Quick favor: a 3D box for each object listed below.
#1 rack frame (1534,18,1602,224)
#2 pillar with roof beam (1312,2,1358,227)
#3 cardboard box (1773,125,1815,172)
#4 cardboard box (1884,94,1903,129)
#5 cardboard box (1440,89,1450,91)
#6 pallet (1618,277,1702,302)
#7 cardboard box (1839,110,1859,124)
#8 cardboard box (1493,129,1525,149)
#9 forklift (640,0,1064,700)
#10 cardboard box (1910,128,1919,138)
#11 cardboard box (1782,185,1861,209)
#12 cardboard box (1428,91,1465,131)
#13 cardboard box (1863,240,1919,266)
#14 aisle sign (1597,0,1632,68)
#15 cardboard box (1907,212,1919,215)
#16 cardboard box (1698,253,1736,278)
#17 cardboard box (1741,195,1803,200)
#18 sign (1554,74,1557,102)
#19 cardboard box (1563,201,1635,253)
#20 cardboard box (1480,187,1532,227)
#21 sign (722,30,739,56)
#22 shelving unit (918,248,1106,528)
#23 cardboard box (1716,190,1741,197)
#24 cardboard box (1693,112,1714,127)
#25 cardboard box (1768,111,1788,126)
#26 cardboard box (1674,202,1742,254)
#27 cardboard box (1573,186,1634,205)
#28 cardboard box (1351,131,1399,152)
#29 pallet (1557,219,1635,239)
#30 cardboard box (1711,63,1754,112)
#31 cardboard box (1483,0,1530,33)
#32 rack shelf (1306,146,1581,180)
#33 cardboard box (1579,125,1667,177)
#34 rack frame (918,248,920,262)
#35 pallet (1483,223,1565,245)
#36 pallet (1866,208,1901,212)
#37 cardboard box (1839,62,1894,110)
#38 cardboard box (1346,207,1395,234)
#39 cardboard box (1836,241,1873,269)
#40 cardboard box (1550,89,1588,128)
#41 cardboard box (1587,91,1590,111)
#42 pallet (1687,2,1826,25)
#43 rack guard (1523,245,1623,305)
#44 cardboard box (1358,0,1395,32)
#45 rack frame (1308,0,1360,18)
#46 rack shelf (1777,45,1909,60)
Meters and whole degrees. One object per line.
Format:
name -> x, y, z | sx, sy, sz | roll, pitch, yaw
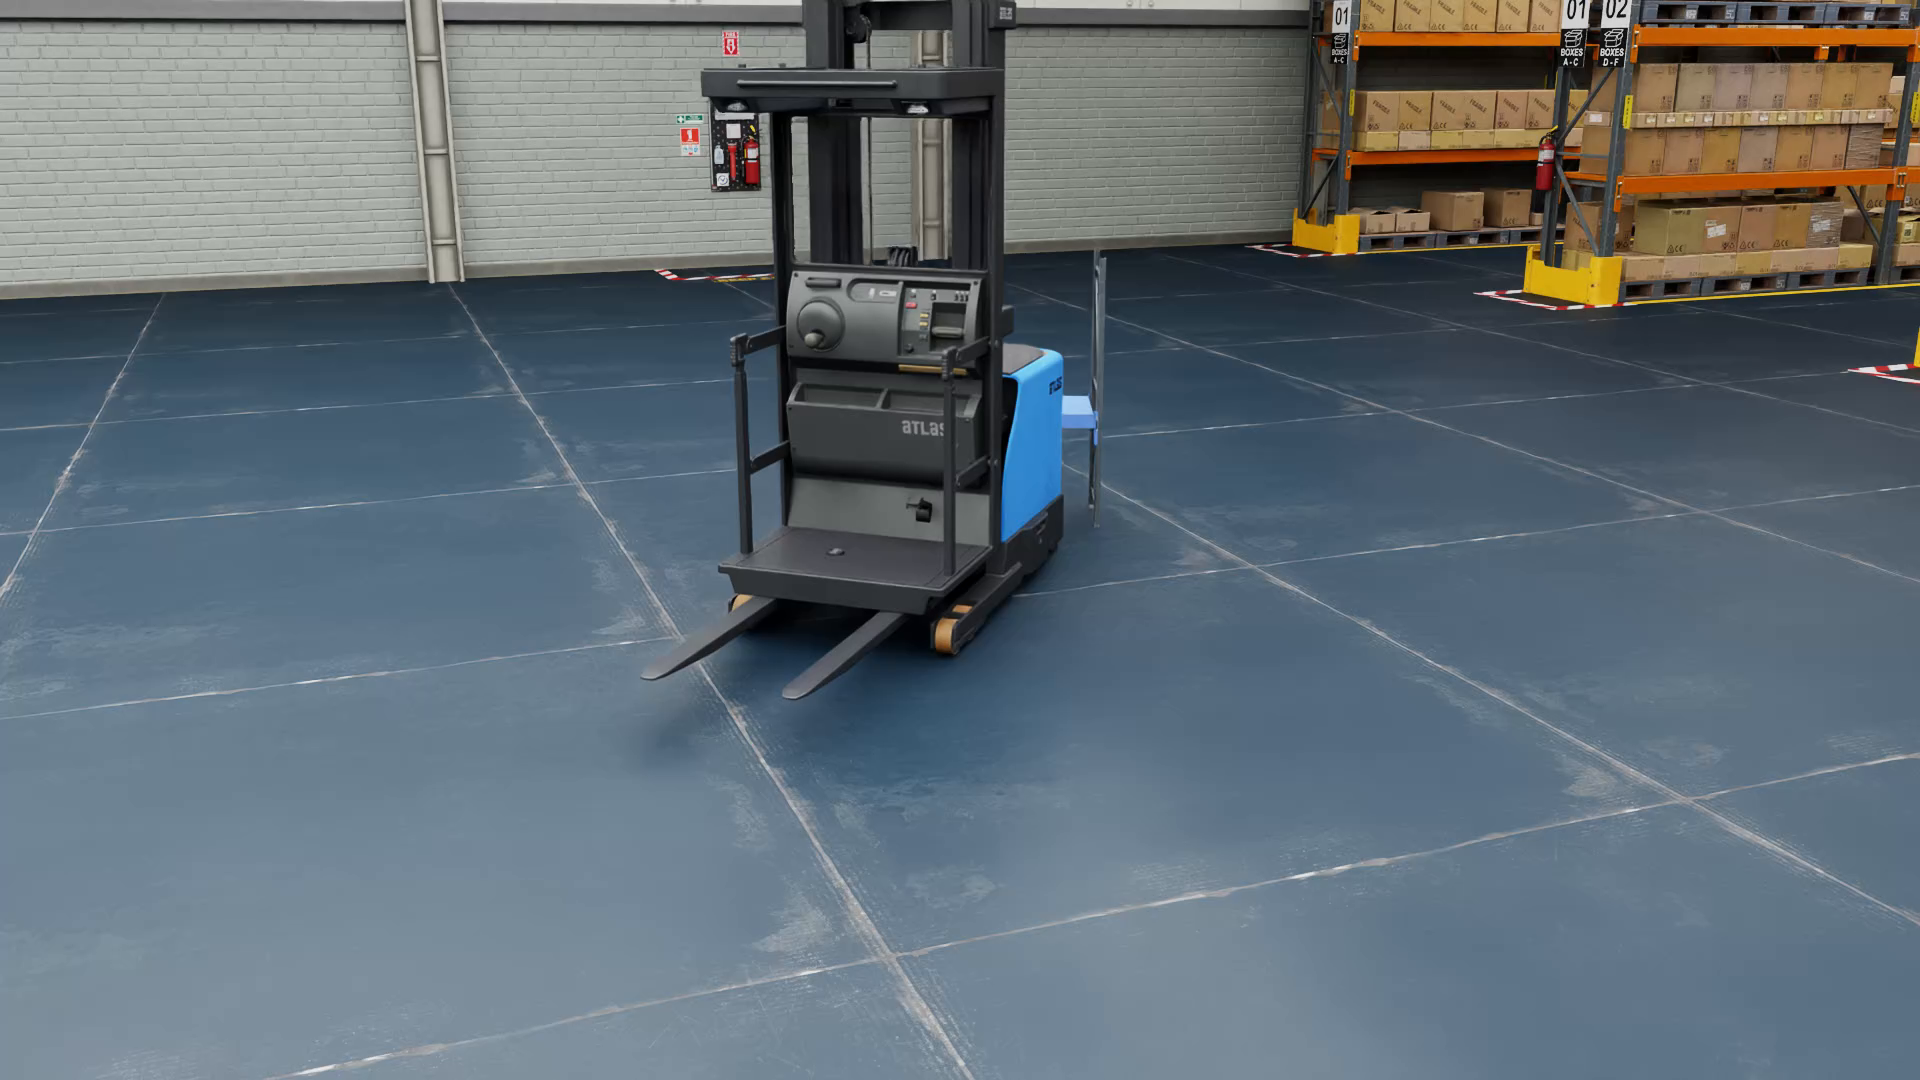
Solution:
rack frame -> 8.602, -5.783, 23.468 | 0.127, 3.000, 1.000 | -6, 17, -20
pillar with roof beam -> 6.752, -7.424, 18.407 | 0.400, 9.000, 9.100 | -6, 17, -20
cardboard box -> 9.006, -4.377, 18.503 | 0.500, 0.500, 0.700 | -6, 17, -19
cardboard box -> 13.839, -6.468, 25.060 | 0.500, 0.500, 0.500 | -6, 17, -20
cardboard box -> 6.656, -5.933, 22.877 | 0.500, 0.500, 0.500 | -6, 17, -19
pallet -> 7.342, -2.827, 18.350 | 1.213, 0.211, 1.003 | -6, 17, -20
cardboard box -> 9.726, -4.704, 18.464 | 0.250, 0.149, 0.380 | -7, 18, -22
cardboard box -> 7.336, -5.490, 22.701 | 0.500, 0.250, 0.500 | -6, 17, -20
forklift -> -0.423, -1.026, 7.390 | 1.130, 2.935, 3.031 | 6, 17, 19
cardboard box -> 14.404, -6.230, 25.399 | 0.250, 0.149, 0.380 | -6, 17, -18
cardboard box -> 13.071, -5.396, 25.219 | 0.750, 0.750, 0.750 | -6, 18, -21
cardboard box -> 6.370, -5.744, 22.234 | 0.500, 0.500, 0.500 | -7, 18, -22
cardboard box -> 10.844, -3.338, 19.275 | 0.500, 0.250, 0.500 | -7, 18, -21
aisle sign -> 6.691, -5.237, 16.994 | 0.004, 0.787, 0.394 | -6, 17, -20
cardboard box -> 11.323, -3.657, 19.366 | 0.500, 0.311, 0.500 | -6, 18, -21
cardboard box -> 8.156, -3.056, 18.316 | 0.500, 0.250, 0.500 | -6, 17, -20
cardboard box -> 9.369, -3.705, 19.196 | 0.500, 0.500, 0.500 | -6, 17, -20
sign -> 6.462, -4.890, 17.952 | 0.005, 0.325, 0.100 | -6, 17, -20
cardboard box -> 7.037, -3.451, 18.331 | 0.500, 0.500, 0.500 | -6, 17, -20
cardboard box -> 7.647, -4.680, 23.366 | 0.500, 0.500, 0.500 | -8, 18, -24
sign -> -2.756, -5.971, 19.995 | 0.199, 0.298, 0.001 | -6, 17, -20
shelving unit -> 0.263, -0.861, 9.369 | 1.048, 1.500, 0.538 | 0, 16, 0
cardboard box -> 11.161, -5.090, 24.764 | 0.500, 0.500, 0.700 | -6, 17, -20
cardboard box -> 7.802, -4.496, 17.756 | 0.250, 0.149, 0.380 | -6, 18, -21
cardboard box -> 8.768, -4.600, 18.111 | 0.250, 0.149, 0.380 | -6, 17, -18
cardboard box -> 8.152, -3.419, 18.221 | 0.500, 0.500, 0.500 | -6, 17, -20
cardboard box -> 9.284, -4.873, 24.025 | 0.500, 0.500, 0.700 | -6, 17, -18
cardboard box -> 5.436, -5.283, 21.996 | 0.500, 0.250, 0.500 | -7, 18, -22
pallet -> 9.329, -4.524, 24.129 | 1.213, 0.211, 1.003 | -6, 17, -20
cardboard box -> 8.093, -4.902, 17.987 | 0.500, 0.500, 0.700 | -6, 17, -20
cardboard box -> 7.238, -7.050, 22.247 | 0.500, 0.500, 0.500 | -7, 18, -22
rack shelf -> 6.735, -5.236, 22.882 | 4.000, 0.370, 1.077 | -6, 17, -20
cardboard box -> 7.084, -4.168, 17.792 | 0.500, 0.500, 0.700 | -6, 17, -20
rack frame -> -0.245, -0.862, 9.373 | 0.032, 1.500, 0.500 | 0, 16, 0
pallet -> 7.988, -4.368, 23.598 | 1.213, 0.211, 1.003 | -6, 17, -20
pallet -> 14.238, -5.030, 25.852 | 1.213, 0.211, 1.003 | -6, 17, -20
cardboard box -> 9.966, -5.104, 18.676 | 0.500, 0.500, 0.700 | -6, 17, -20
cardboard box -> 5.545, -4.347, 22.568 | 0.500, 0.311, 0.500 | -8, 18, -26
cardboard box -> 10.023, -3.258, 19.004 | 0.500, 0.250, 0.500 | -6, 17, -20
cardboard box -> 8.271, -5.951, 22.941 | 0.500, 0.500, 0.500 | -6, 17, -20
cardboard box -> 9.090, -6.084, 23.536 | 0.500, 0.500, 0.700 | -6, 17, -20
pallet -> 8.454, -5.662, 17.889 | 1.213, 0.211, 1.003 | -6, 17, -20
rack guard -> 6.621, -2.875, 18.001 | 0.348, 0.500, 1.175 | -6, 17, -20
cardboard box -> 5.269, -6.844, 21.545 | 0.500, 0.500, 0.500 | -6, 17, -19
rack frame -> 4.867, -8.258, 21.249 | 0.127, 3.000, 1.000 | -6, 17, -20
rack shelf -> 14.205, -7.482, 25.206 | 4.000, 0.370, 1.077 | -6, 17, -20
